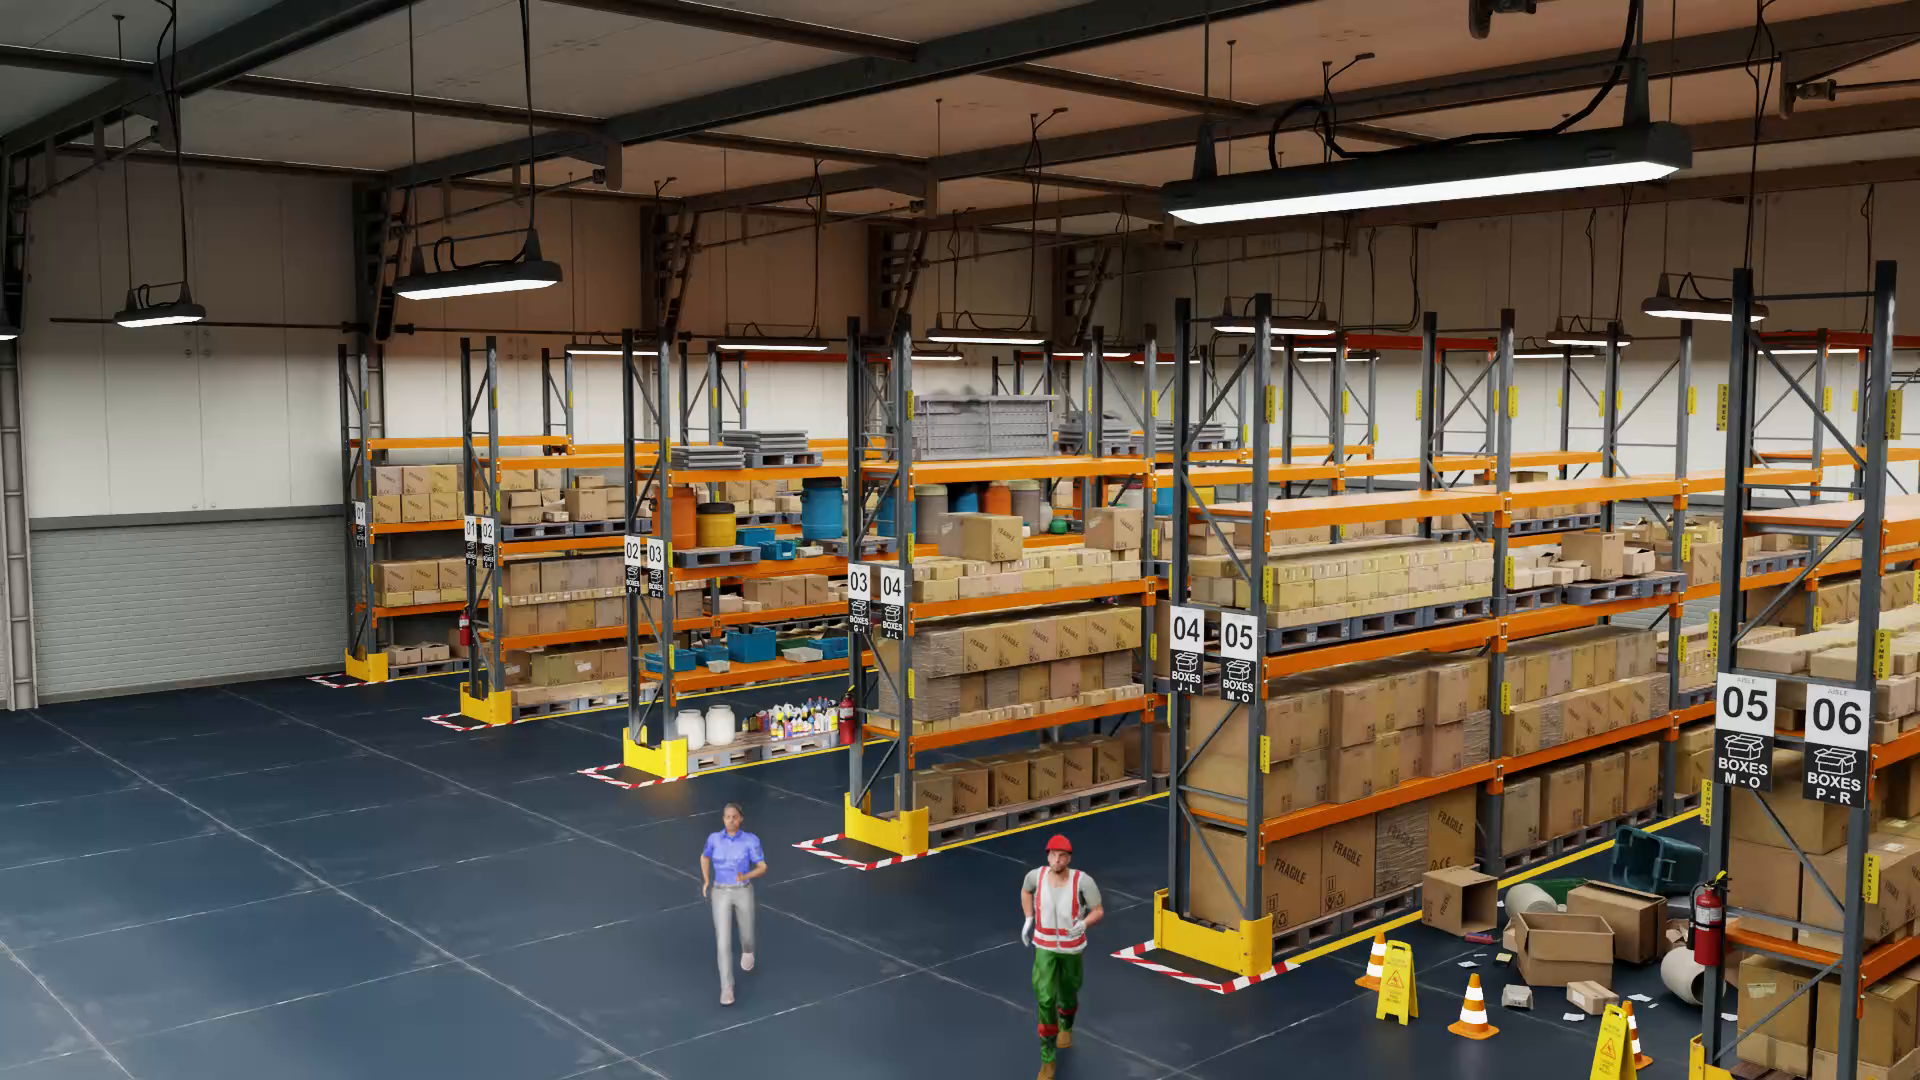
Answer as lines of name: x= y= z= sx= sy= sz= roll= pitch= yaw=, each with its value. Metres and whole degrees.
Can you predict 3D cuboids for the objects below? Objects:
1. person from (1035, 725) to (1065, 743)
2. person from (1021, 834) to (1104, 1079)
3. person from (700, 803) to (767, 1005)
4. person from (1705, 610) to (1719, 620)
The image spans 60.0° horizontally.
person: x=1.263 y=2.242 z=23.310 sx=0.541 sy=1.642 sz=0.660 roll=3 pitch=6 yaw=32
person: x=0.775 y=3.136 z=12.701 sx=0.643 sy=1.827 sz=0.856 roll=1 pitch=5 yaw=6
person: x=-1.954 y=3.065 z=14.305 sx=0.587 sy=1.626 sz=0.871 roll=0 pitch=5 yaw=-2
person: x=11.701 y=1.957 z=25.861 sx=0.986 sy=1.753 sz=0.712 roll=-4 pitch=7 yaw=-41
